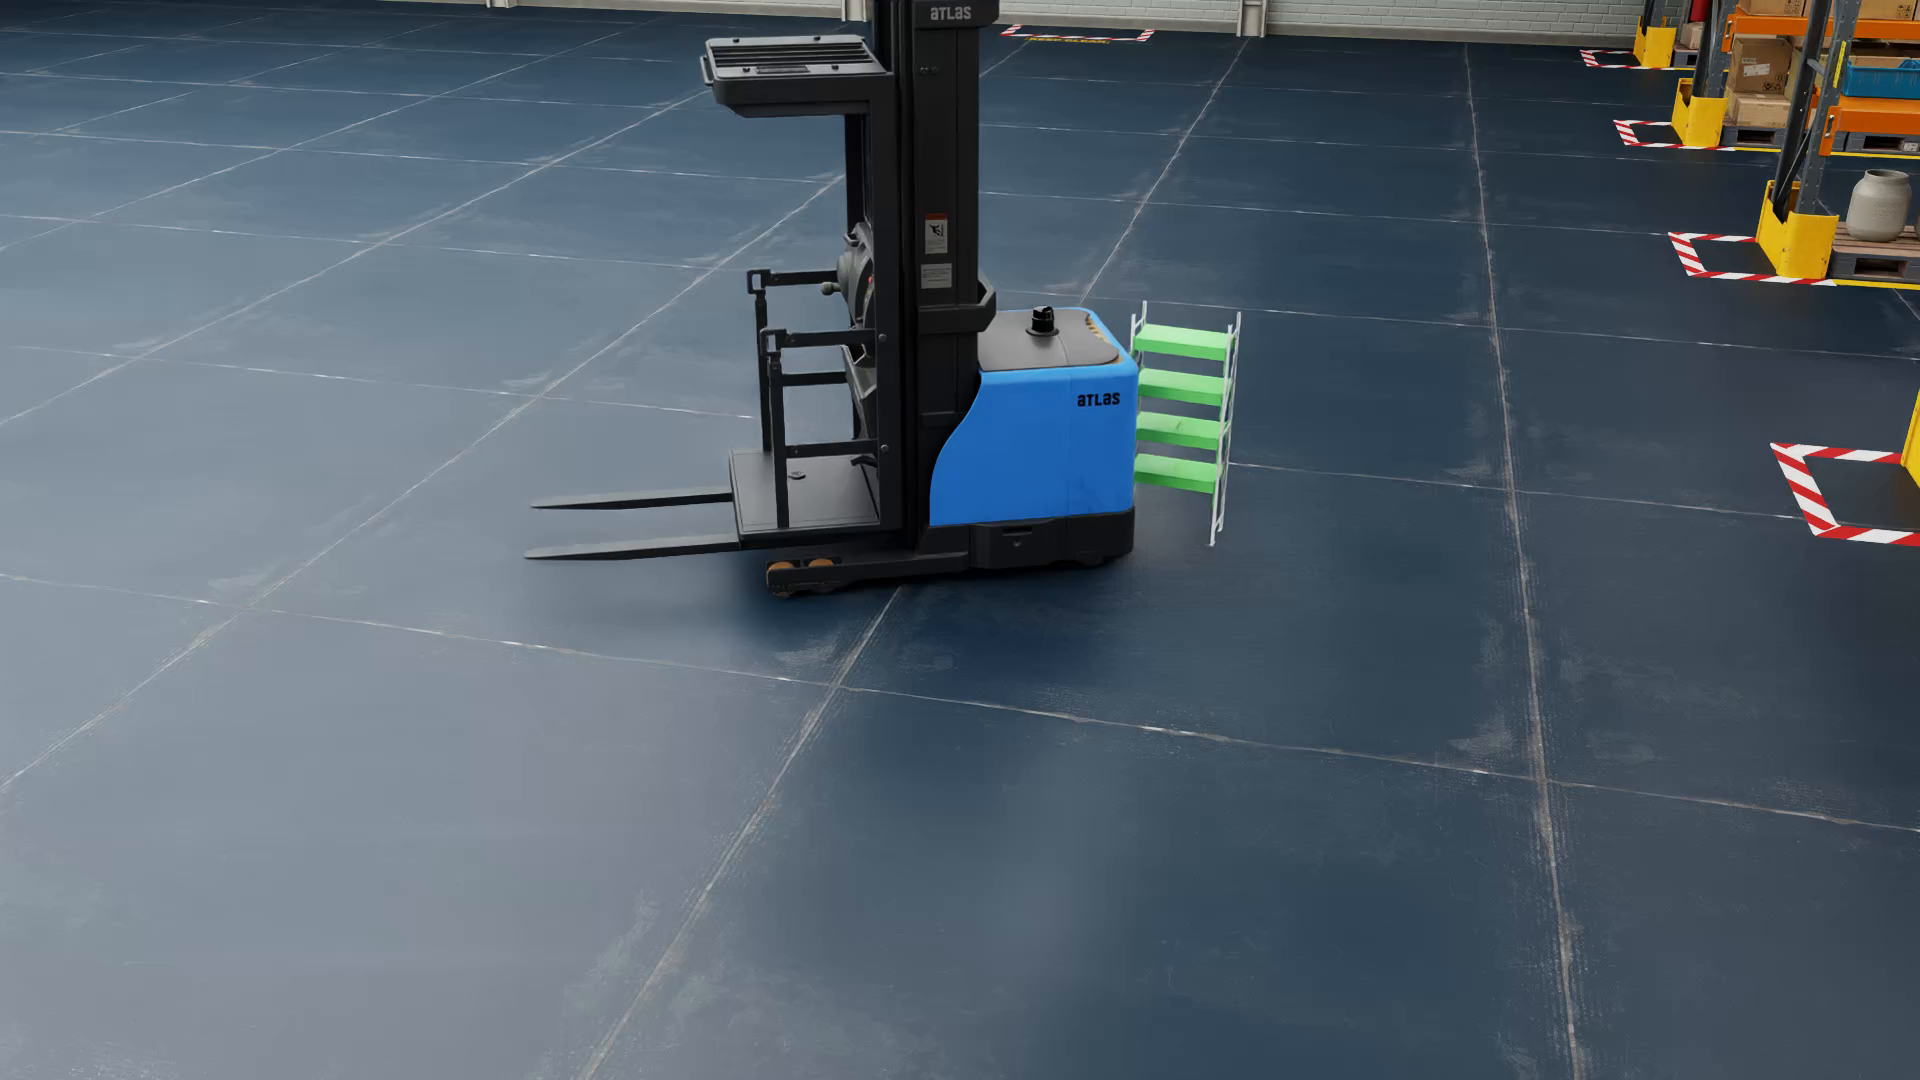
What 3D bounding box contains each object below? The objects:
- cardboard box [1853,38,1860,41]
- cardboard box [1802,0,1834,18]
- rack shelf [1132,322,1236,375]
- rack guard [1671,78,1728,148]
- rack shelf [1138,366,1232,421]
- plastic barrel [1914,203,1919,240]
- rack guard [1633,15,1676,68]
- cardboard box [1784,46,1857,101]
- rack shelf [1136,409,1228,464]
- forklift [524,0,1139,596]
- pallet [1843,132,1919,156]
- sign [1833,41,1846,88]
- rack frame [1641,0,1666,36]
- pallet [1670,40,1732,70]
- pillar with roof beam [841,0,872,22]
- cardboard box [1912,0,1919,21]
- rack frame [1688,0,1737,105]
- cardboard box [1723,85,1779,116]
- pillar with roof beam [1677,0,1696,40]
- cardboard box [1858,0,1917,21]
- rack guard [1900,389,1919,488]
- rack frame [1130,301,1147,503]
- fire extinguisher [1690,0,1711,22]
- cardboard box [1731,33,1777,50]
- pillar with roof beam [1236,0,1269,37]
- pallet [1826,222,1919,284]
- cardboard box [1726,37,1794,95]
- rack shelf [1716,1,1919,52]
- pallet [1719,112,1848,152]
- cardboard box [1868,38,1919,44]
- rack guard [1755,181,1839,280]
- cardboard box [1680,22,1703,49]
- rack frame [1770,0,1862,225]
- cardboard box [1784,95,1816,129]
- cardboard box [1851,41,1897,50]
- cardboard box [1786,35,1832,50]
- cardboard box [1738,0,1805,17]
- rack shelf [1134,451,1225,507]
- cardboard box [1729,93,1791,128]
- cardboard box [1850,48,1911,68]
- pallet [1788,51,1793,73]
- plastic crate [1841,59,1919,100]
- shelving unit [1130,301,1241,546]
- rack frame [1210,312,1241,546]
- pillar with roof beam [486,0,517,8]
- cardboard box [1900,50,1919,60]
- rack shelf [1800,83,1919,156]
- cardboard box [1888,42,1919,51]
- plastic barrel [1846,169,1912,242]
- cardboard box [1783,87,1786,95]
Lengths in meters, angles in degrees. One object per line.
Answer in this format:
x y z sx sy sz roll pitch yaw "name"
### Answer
11.479 -6.428 21.566 0.250 0.149 0.380 4 26 9 "cardboard box"
8.878 -5.638 16.986 0.500 0.500 0.700 7 26 14 "cardboard box"
1.136 -0.972 8.422 0.480 0.148 0.258 9 27 18 "rack shelf"
7.896 -4.576 17.780 0.348 0.500 1.175 6 26 13 "rack guard"
1.133 -0.756 8.525 0.480 0.148 0.258 9 27 18 "rack shelf"
7.824 -2.614 13.158 0.421 0.512 0.421 0 25 0 "plastic barrel"
9.223 -6.628 22.090 0.348 0.500 1.175 6 26 13 "rack guard"
8.868 -4.786 17.151 0.500 0.500 0.500 6 26 13 "cardboard box"
1.131 -0.539 8.628 0.480 0.148 0.258 9 27 18 "rack shelf"
-0.681 -1.292 8.055 3.031 2.935 1.130 -4 26 -9 "forklift"
9.848 -4.247 17.425 1.213 0.211 1.003 6 26 13 "pallet"
6.541 -3.537 12.367 0.005 0.325 0.100 6 26 13 "sign"
9.150 -7.765 21.570 0.127 3.000 1.000 6 26 13 "rack frame"
10.001 -6.396 21.939 1.213 0.211 1.003 6 26 13 "pallet"
-2.651 -10.251 19.813 0.400 9.000 9.100 6 26 13 "pillar with roof beam"
9.868 -5.527 16.754 0.500 0.500 0.700 7 26 15 "cardboard box"
7.919 -5.702 17.237 0.127 3.000 1.000 6 26 13 "rack frame"
8.512 -4.716 17.876 0.500 0.250 0.500 6 26 13 "cardboard box"
8.971 -8.966 17.115 0.400 9.000 9.100 6 26 13 "pillar with roof beam"
9.358 -5.582 16.869 0.500 0.500 0.700 6 26 13 "cardboard box"
5.522 -0.442 9.096 0.348 0.500 1.175 6 26 13 "rack guard"
0.902 -0.635 8.676 0.015 1.200 0.240 9 27 18 "rack frame"
7.921 -5.873 17.687 0.183 0.674 0.296 6 26 13 "fire extinguisher"
10.349 -6.577 21.691 0.500 0.311 0.500 9 27 17 "cardboard box"
3.160 -9.609 18.464 0.400 9.000 9.100 6 26 13 "pillar with roof beam"
7.553 -2.304 13.343 1.213 0.211 1.003 6 26 13 "pallet"
8.513 -5.055 17.717 0.500 0.500 0.500 6 26 13 "cardboard box"
9.856 -5.163 16.942 4.000 0.370 1.077 6 26 13 "rack shelf"
8.670 -4.379 17.702 1.213 0.211 1.003 6 26 13 "pallet"
12.008 -6.501 21.312 0.500 0.500 0.500 4 26 9 "cardboard box"
6.767 -2.523 13.468 0.348 0.500 1.175 6 26 13 "rack guard"
9.797 -6.638 21.819 0.500 0.311 0.500 3 26 7 "cardboard box"
6.682 -3.640 12.907 0.127 3.000 1.000 6 26 13 "rack frame"
8.869 -4.448 17.314 0.500 0.250 0.500 6 26 13 "cardboard box"
9.485 -4.954 17.505 0.500 0.500 0.500 6 26 13 "cardboard box"
11.047 -6.563 21.442 0.500 0.500 0.700 5 26 10 "cardboard box"
8.368 -5.692 17.100 0.500 0.500 0.700 6 26 13 "cardboard box"
1.128 -0.322 8.731 0.480 0.148 0.258 9 27 18 "rack shelf"
8.383 -4.500 17.423 0.500 0.250 0.500 6 26 13 "cardboard box"
9.356 -4.738 17.050 0.500 0.500 0.500 6 26 13 "cardboard box"
11.179 -6.264 21.663 1.213 0.211 1.003 6 26 13 "pallet"
7.241 -3.644 13.088 0.616 0.251 0.499 6 26 13 "plastic crate"
1.131 -0.597 8.601 0.503 1.200 0.258 9 27 18 "shelving unit"
1.361 -0.558 8.526 0.015 1.200 0.240 9 27 18 "rack frame"
-8.462 -10.894 21.163 0.400 9.000 9.100 6 26 13 "pillar with roof beam"
9.835 -4.677 16.922 0.500 0.500 0.500 6 26 13 "cardboard box"
8.619 -3.101 12.612 4.000 0.370 1.077 6 26 13 "rack shelf"
9.969 -4.900 17.391 0.500 0.500 0.500 6 26 13 "cardboard box"
7.339 -2.668 13.270 0.421 0.512 0.421 0 25 0 "plastic barrel"
9.000 -4.667 17.774 0.500 0.250 0.500 6 26 13 "cardboard box"
